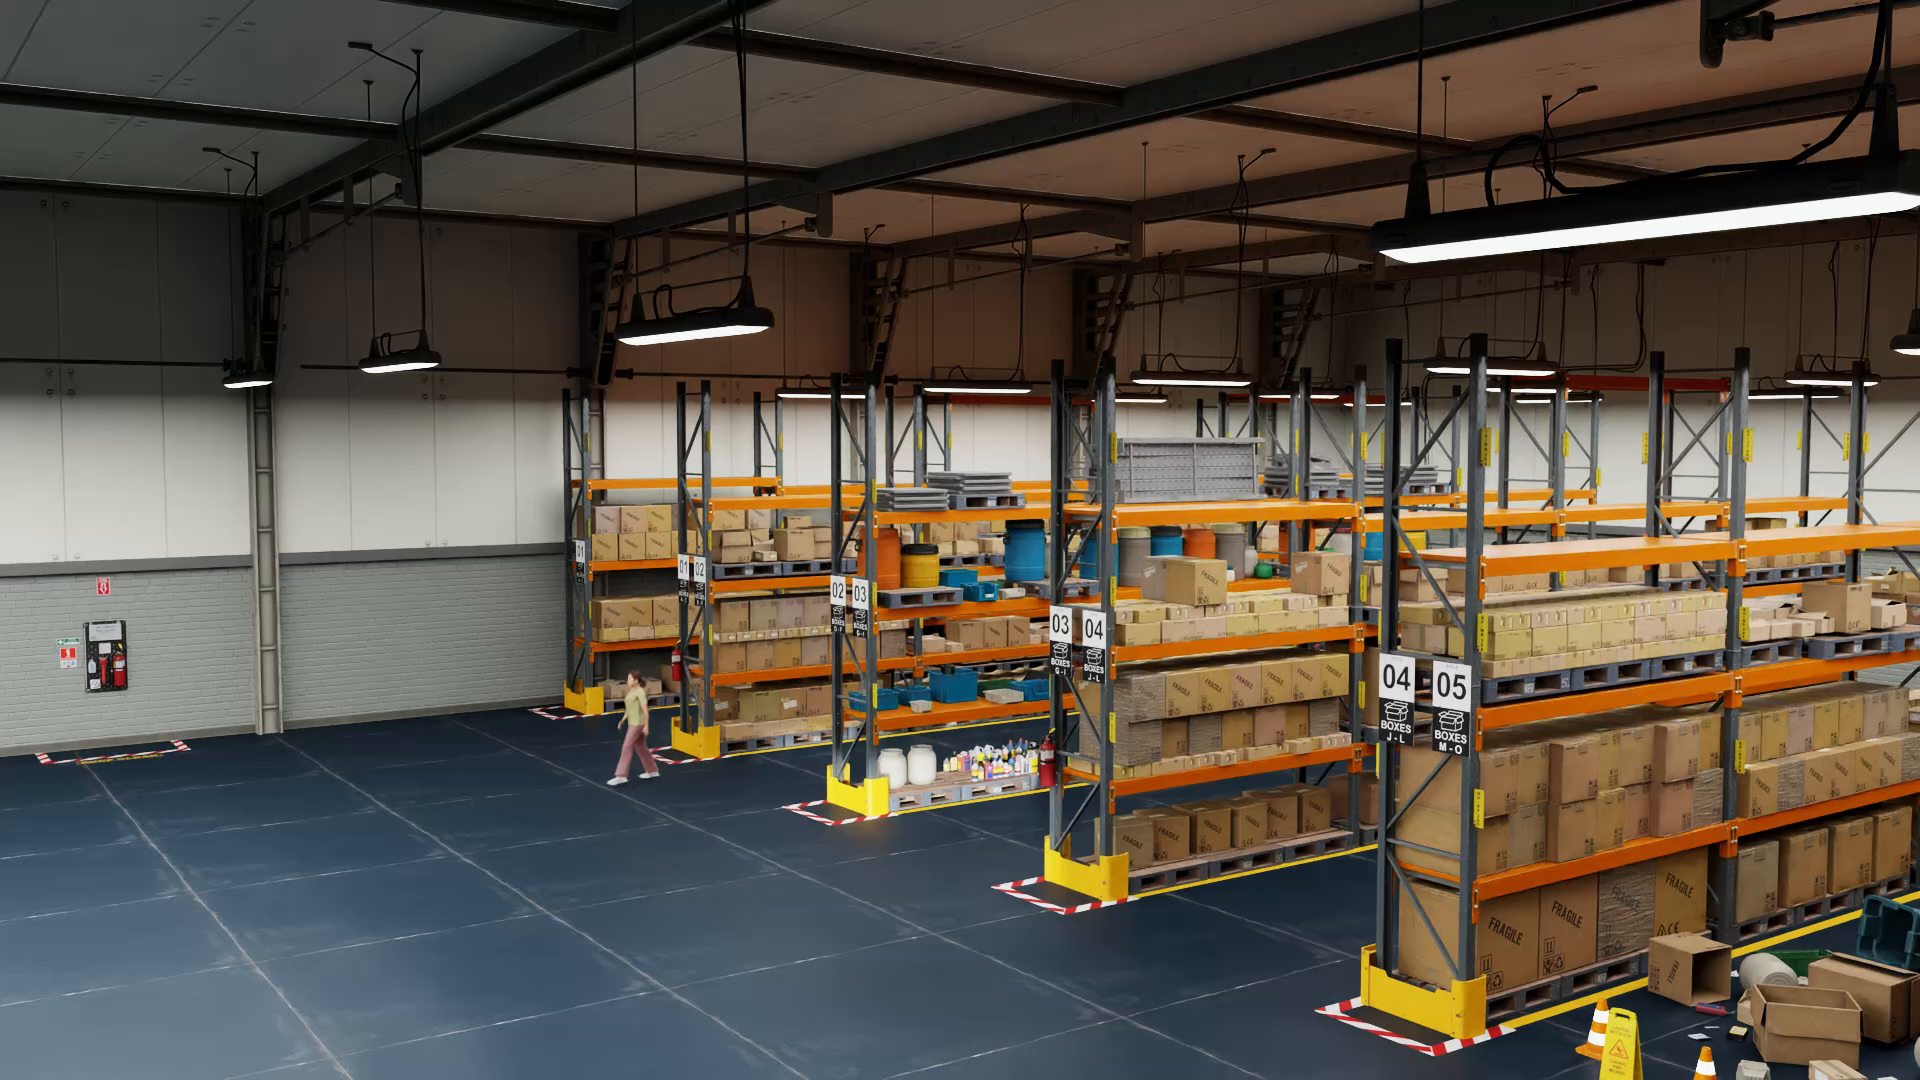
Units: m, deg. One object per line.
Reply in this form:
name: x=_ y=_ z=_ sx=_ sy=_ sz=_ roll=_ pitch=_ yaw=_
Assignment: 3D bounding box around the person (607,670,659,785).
person: x=-4.861 y=2.755 z=24.651 sx=0.833 sy=1.641 sz=0.552 roll=-1 pitch=4 yaw=-21
